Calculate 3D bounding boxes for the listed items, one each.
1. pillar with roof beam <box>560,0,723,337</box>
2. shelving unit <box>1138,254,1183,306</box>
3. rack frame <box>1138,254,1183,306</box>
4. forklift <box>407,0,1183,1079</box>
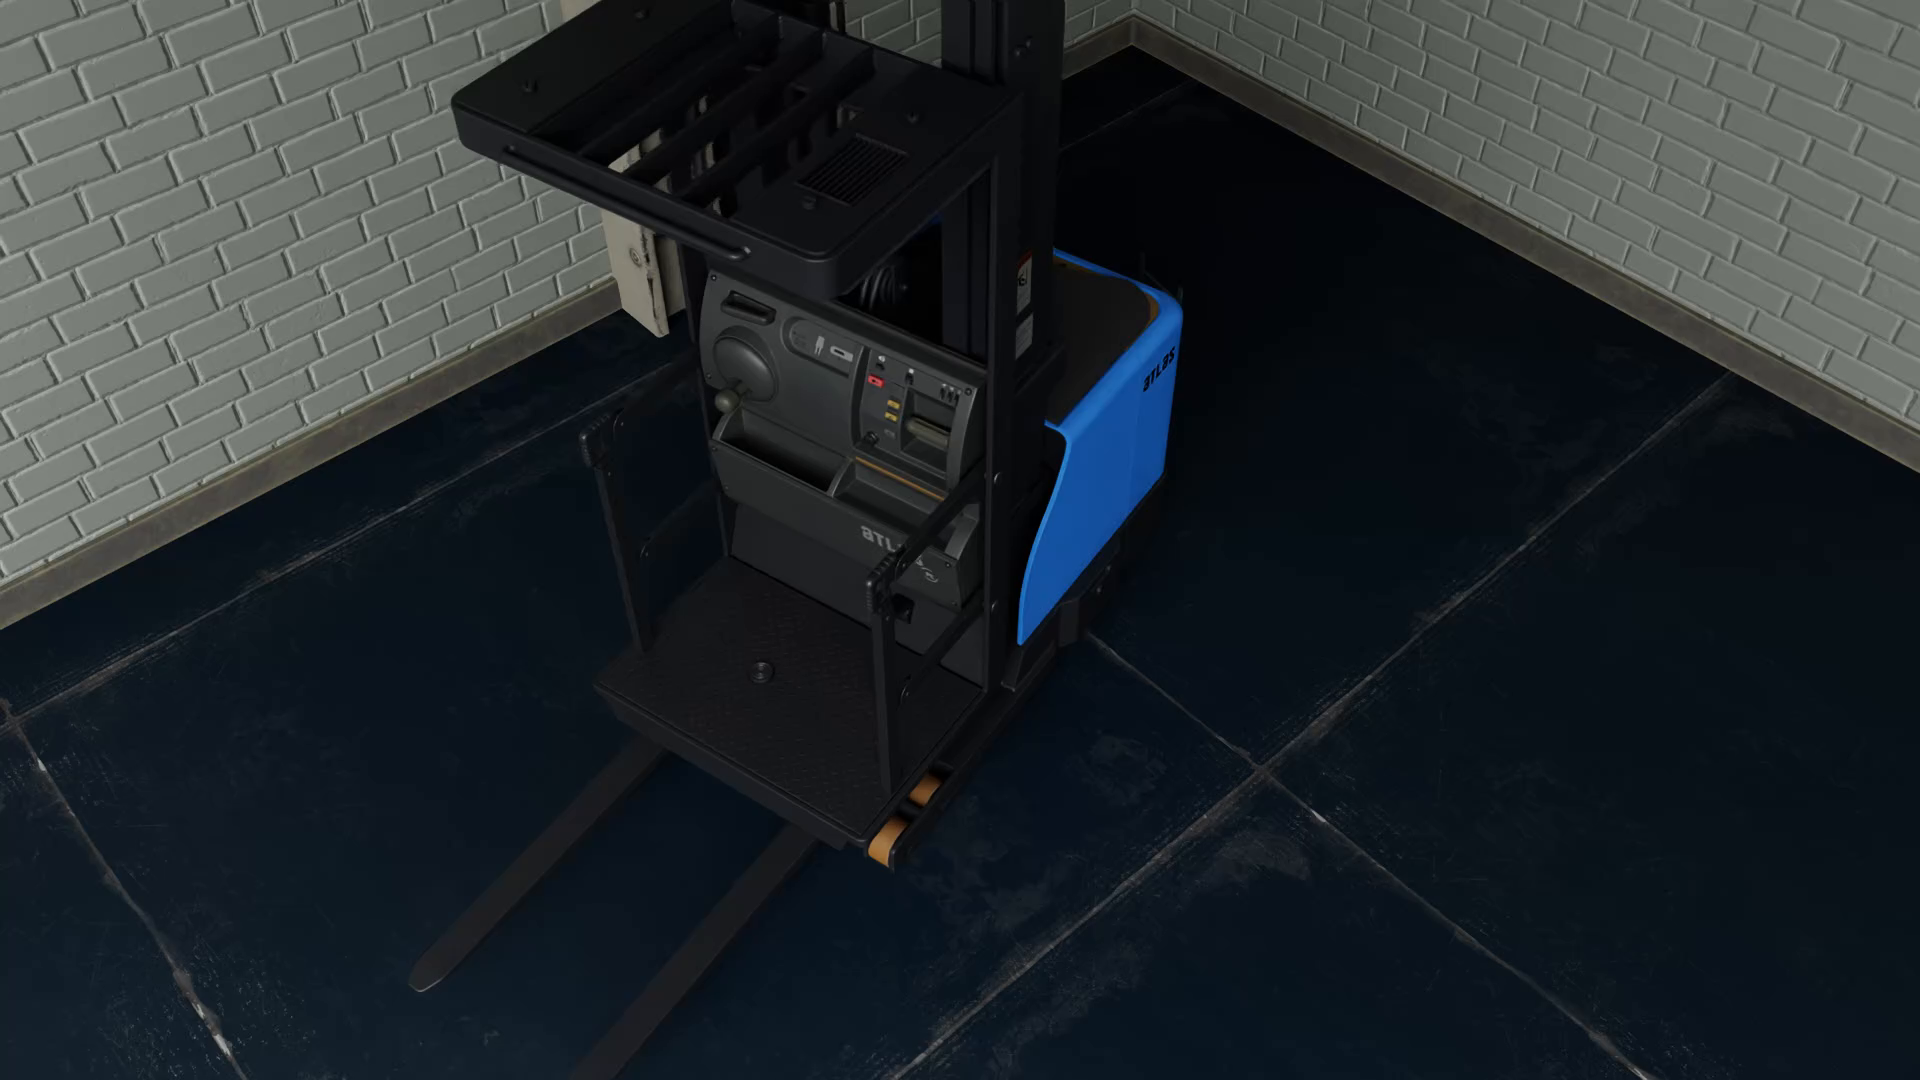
[{"bbox_3d":[1.666,-1.747,1.739,0.400,9.000,9.100,-34,56,-27],"label":"pillar with roof beam"},{"bbox_3d":[0.631,-0.609,6.200,0.210,0.900,0.258,-25,52,-21],"label":"shelving unit"},{"bbox_3d":[0.717,-0.649,6.237,0.006,0.900,0.240,-25,52,-21],"label":"rack frame"},{"bbox_3d":[-0.474,-0.362,4.590,1.130,2.935,3.031,26,52,22],"label":"forklift"}]
